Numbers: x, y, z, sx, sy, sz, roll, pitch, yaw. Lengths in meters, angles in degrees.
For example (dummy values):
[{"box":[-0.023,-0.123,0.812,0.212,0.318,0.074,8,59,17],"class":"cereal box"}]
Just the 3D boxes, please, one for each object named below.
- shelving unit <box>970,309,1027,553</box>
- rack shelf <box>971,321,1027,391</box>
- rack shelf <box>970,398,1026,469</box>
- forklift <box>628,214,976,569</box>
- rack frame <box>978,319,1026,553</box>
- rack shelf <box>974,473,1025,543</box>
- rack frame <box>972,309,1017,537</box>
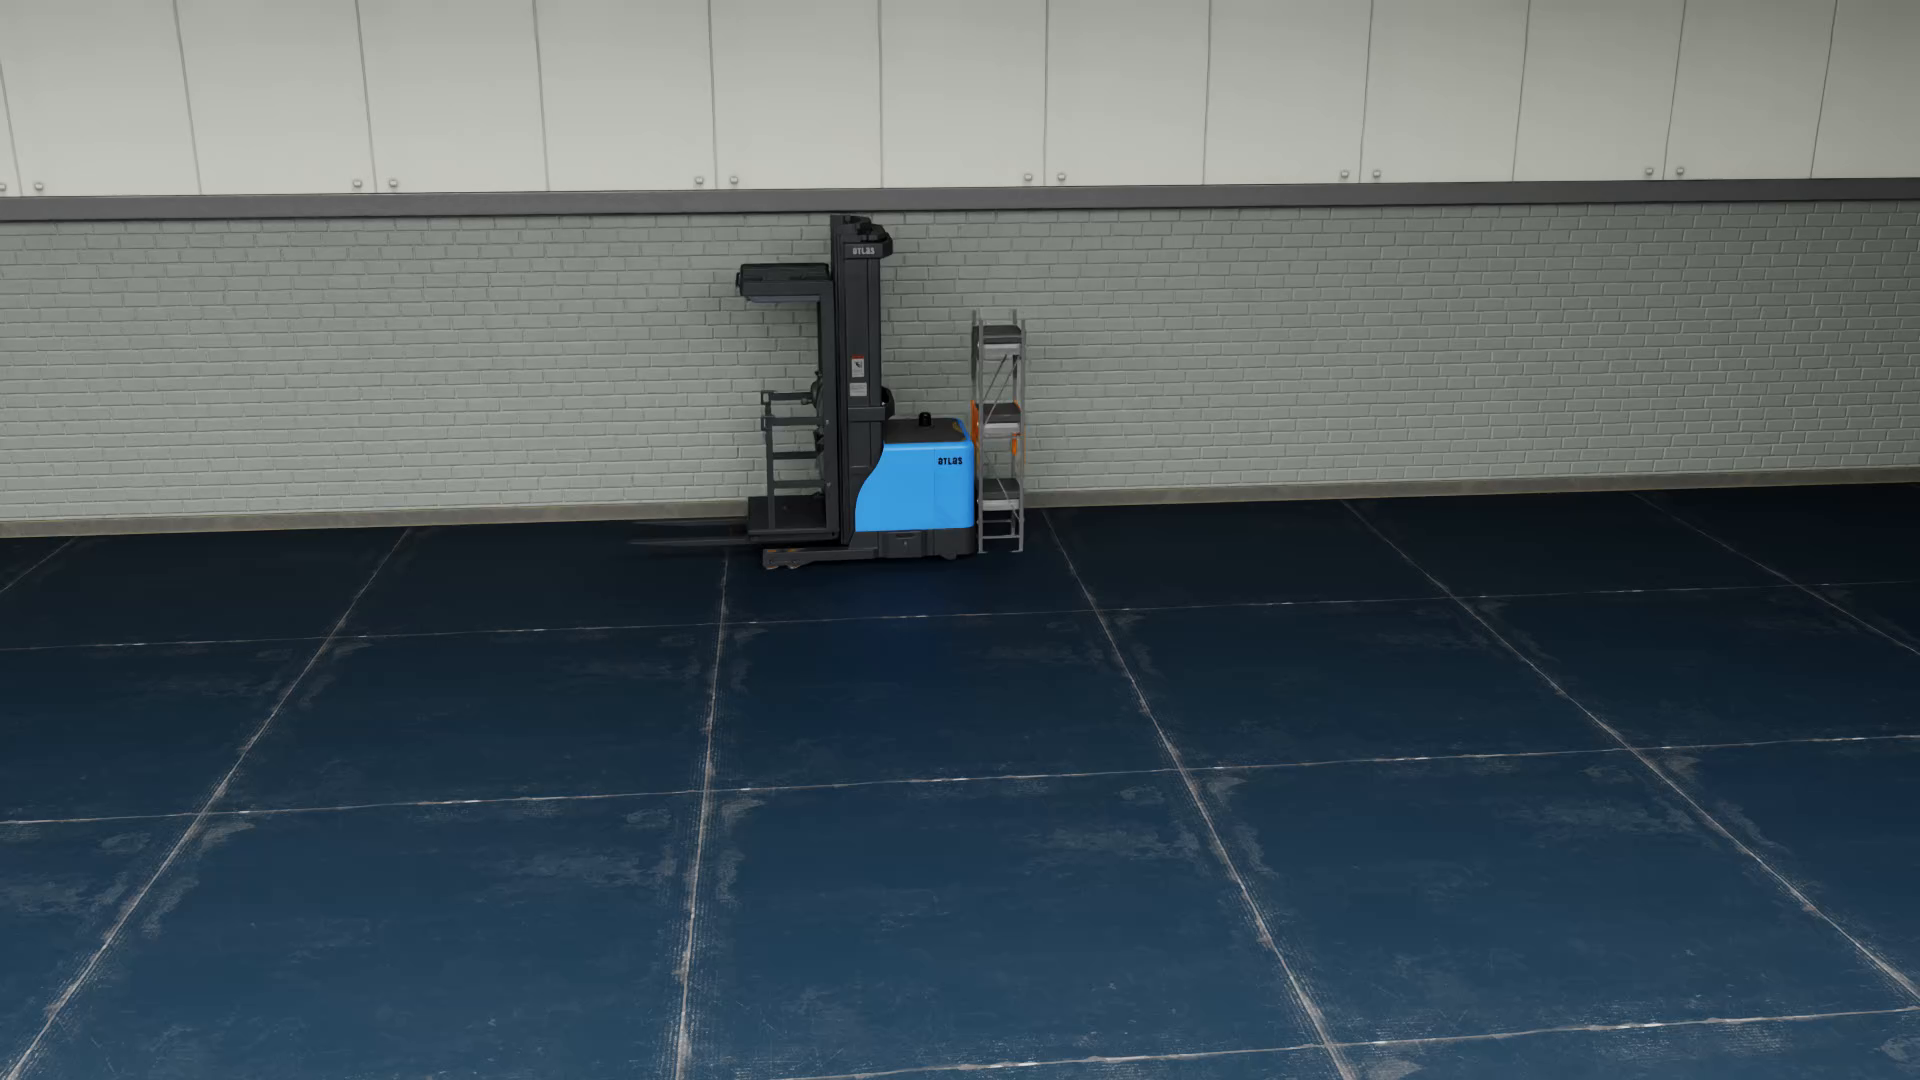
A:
[{"box":[0.336,-0.964,14.815,0.431,2.100,0.503,-2,18,-6],"class":"shelving unit"},{"box":[0.336,-1.619,14.609,0.431,0.518,0.480,-2,18,-6],"class":"rack shelf"},{"box":[0.336,-0.951,14.819,0.431,0.518,0.480,-2,18,-6],"class":"rack shelf"},{"box":[-1.417,-1.310,14.531,3.031,2.935,1.130,-2,18,-6],"class":"forklift"},{"box":[0.364,-0.891,14.583,0.400,2.100,0.015,-2,18,-6],"class":"rack frame"},{"box":[0.336,-0.283,15.028,0.431,0.518,0.480,-2,18,-6],"class":"rack shelf"},{"box":[0.308,-1.036,15.046,0.400,2.100,0.015,-2,18,-6],"class":"rack frame"}]
